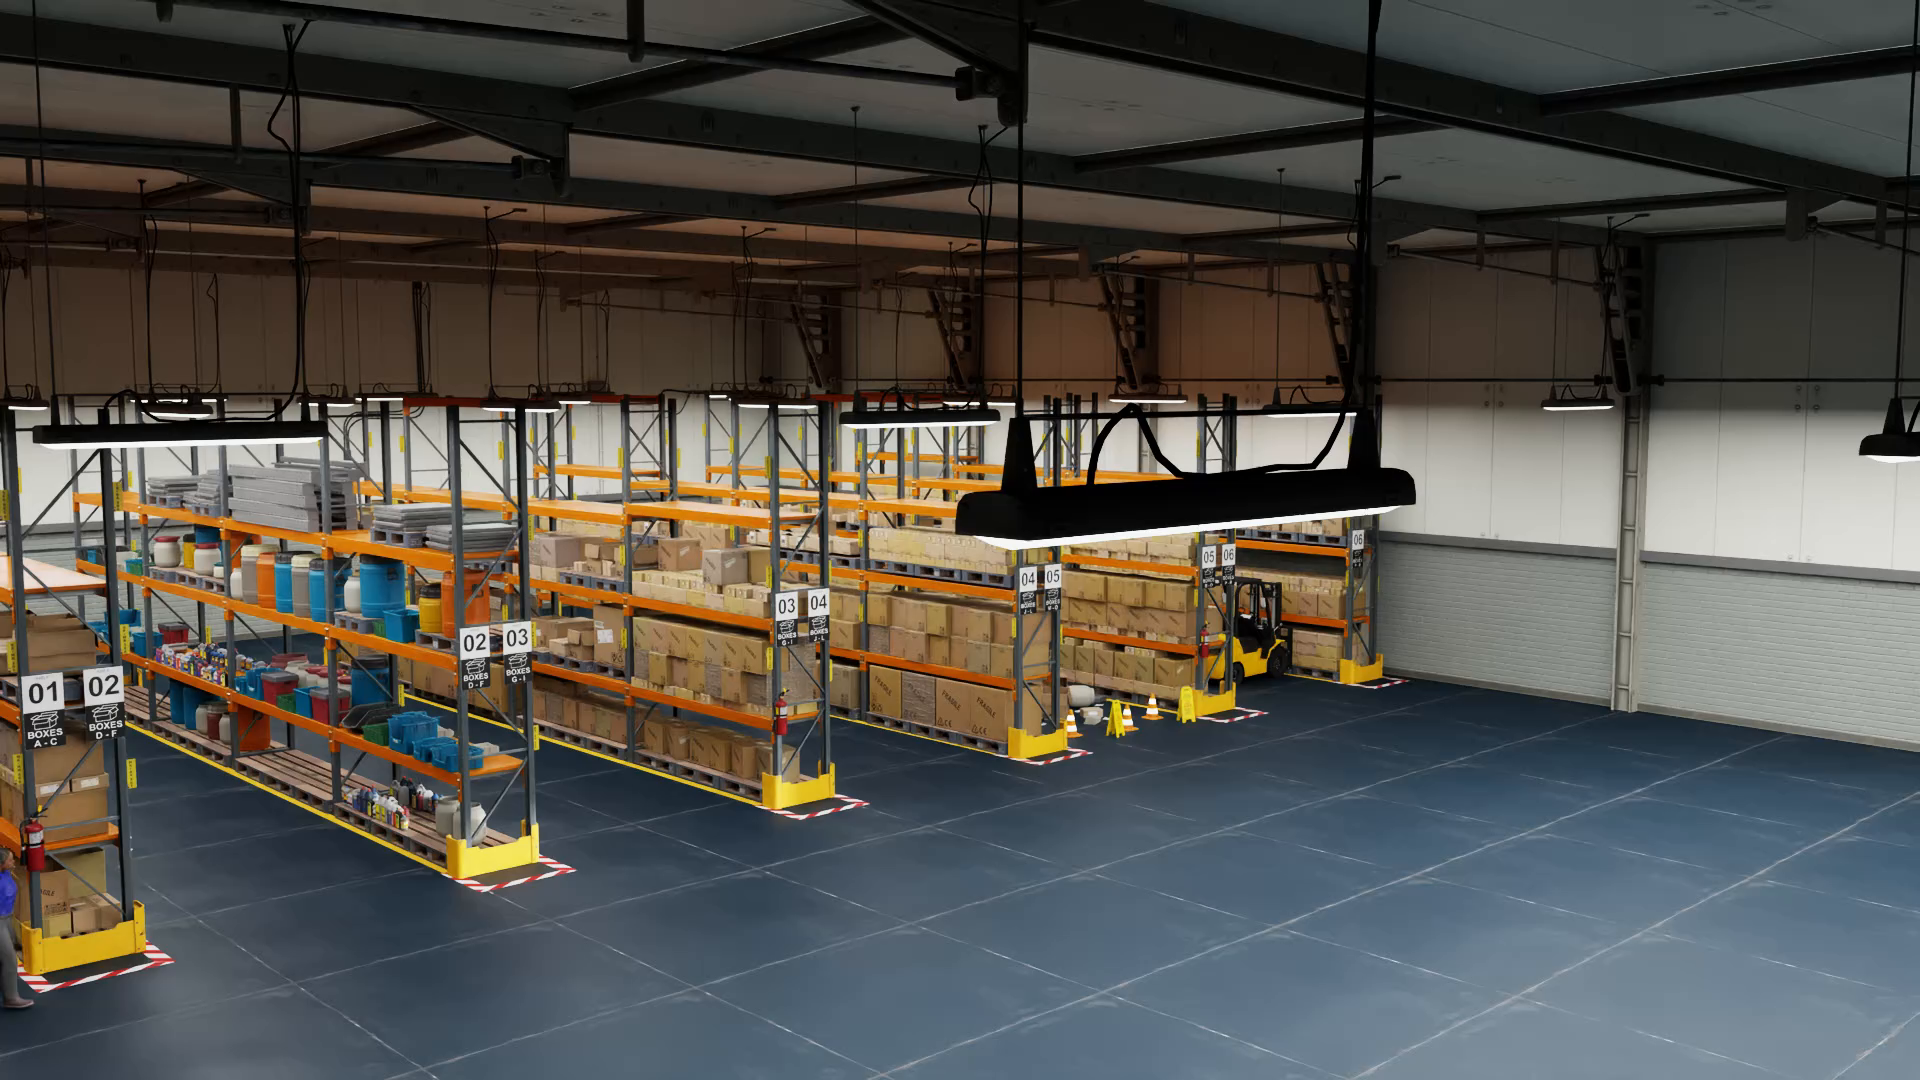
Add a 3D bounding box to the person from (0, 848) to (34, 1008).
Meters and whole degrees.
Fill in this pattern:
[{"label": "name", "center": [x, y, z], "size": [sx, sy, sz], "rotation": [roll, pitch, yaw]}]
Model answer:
[{"label": "person", "center": [-9.758, 3.893, 16.743], "size": [0.813, 1.620, 0.447], "rotation": [-1, 6, -5]}]
